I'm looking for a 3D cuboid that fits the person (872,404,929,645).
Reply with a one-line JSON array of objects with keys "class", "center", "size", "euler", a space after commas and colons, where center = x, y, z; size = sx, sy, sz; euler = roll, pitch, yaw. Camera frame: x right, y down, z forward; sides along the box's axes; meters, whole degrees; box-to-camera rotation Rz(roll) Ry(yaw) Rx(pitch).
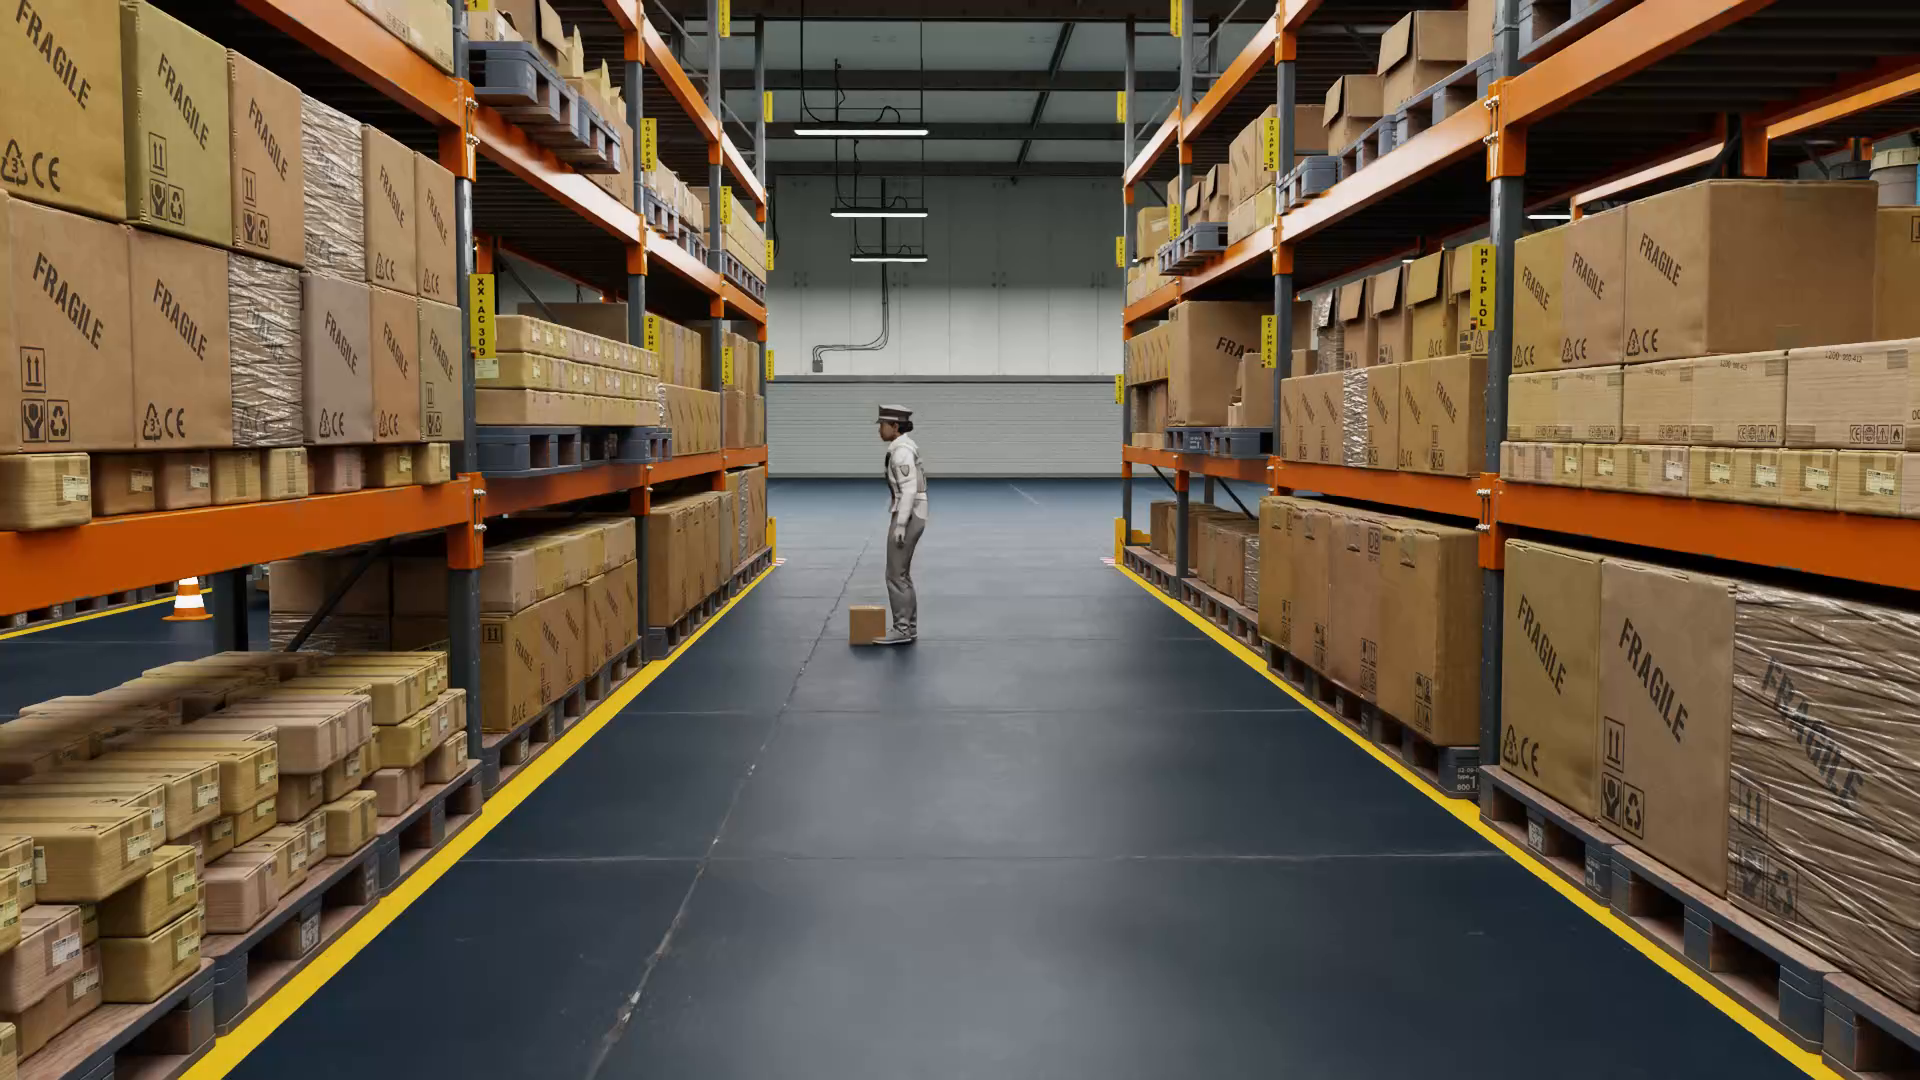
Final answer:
[{"class": "person", "center": [-0.425, -0.111, 11.599], "size": [0.412, 1.665, 0.547], "euler": [0, 4, -5]}]
